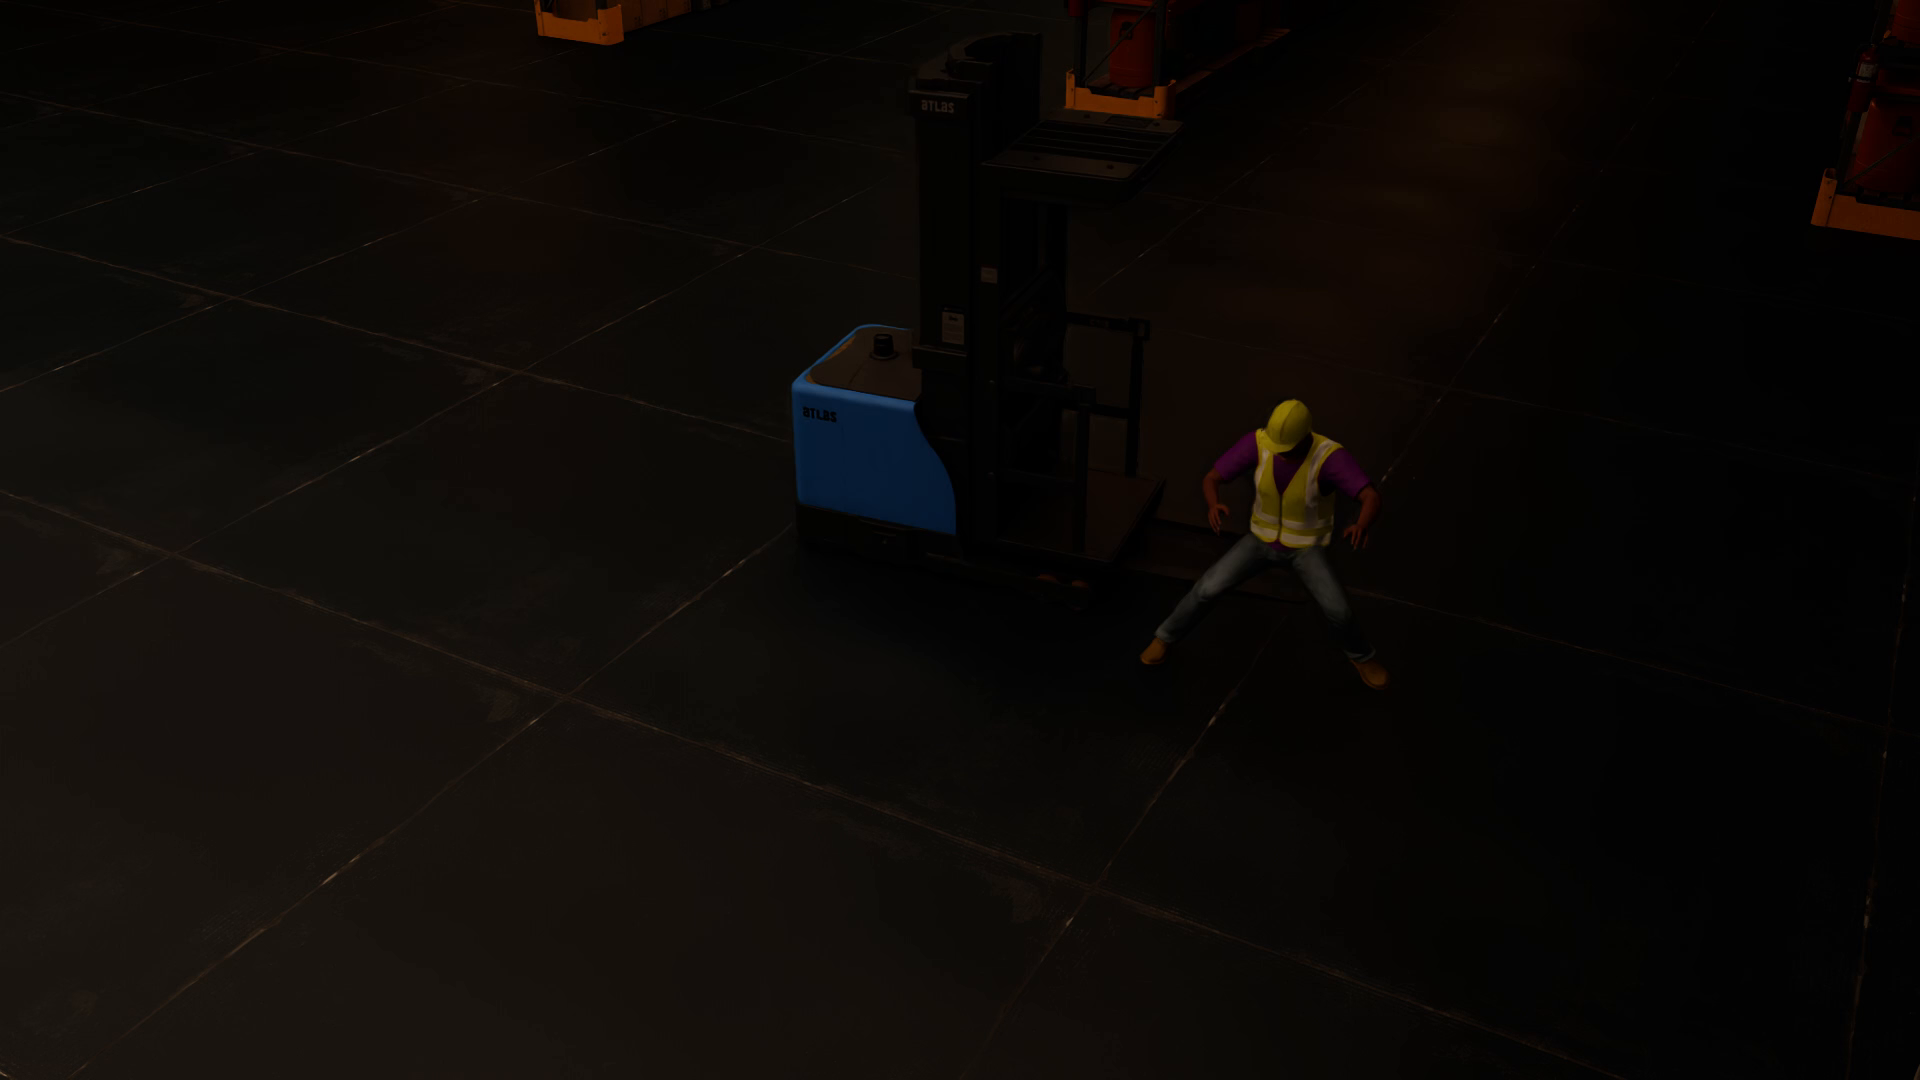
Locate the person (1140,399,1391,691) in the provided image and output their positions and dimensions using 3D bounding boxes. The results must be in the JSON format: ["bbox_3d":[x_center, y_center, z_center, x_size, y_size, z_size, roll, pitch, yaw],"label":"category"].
[{"bbox_3d":[1.615,0.026,8.341,1.222,1.533,0.719,18,34,28],"label":"person"}]

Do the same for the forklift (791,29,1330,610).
[{"bbox_3d":[0.590,-1.177,9.110,3.031,2.935,1.130,11,32,19],"label":"forklift"}]
